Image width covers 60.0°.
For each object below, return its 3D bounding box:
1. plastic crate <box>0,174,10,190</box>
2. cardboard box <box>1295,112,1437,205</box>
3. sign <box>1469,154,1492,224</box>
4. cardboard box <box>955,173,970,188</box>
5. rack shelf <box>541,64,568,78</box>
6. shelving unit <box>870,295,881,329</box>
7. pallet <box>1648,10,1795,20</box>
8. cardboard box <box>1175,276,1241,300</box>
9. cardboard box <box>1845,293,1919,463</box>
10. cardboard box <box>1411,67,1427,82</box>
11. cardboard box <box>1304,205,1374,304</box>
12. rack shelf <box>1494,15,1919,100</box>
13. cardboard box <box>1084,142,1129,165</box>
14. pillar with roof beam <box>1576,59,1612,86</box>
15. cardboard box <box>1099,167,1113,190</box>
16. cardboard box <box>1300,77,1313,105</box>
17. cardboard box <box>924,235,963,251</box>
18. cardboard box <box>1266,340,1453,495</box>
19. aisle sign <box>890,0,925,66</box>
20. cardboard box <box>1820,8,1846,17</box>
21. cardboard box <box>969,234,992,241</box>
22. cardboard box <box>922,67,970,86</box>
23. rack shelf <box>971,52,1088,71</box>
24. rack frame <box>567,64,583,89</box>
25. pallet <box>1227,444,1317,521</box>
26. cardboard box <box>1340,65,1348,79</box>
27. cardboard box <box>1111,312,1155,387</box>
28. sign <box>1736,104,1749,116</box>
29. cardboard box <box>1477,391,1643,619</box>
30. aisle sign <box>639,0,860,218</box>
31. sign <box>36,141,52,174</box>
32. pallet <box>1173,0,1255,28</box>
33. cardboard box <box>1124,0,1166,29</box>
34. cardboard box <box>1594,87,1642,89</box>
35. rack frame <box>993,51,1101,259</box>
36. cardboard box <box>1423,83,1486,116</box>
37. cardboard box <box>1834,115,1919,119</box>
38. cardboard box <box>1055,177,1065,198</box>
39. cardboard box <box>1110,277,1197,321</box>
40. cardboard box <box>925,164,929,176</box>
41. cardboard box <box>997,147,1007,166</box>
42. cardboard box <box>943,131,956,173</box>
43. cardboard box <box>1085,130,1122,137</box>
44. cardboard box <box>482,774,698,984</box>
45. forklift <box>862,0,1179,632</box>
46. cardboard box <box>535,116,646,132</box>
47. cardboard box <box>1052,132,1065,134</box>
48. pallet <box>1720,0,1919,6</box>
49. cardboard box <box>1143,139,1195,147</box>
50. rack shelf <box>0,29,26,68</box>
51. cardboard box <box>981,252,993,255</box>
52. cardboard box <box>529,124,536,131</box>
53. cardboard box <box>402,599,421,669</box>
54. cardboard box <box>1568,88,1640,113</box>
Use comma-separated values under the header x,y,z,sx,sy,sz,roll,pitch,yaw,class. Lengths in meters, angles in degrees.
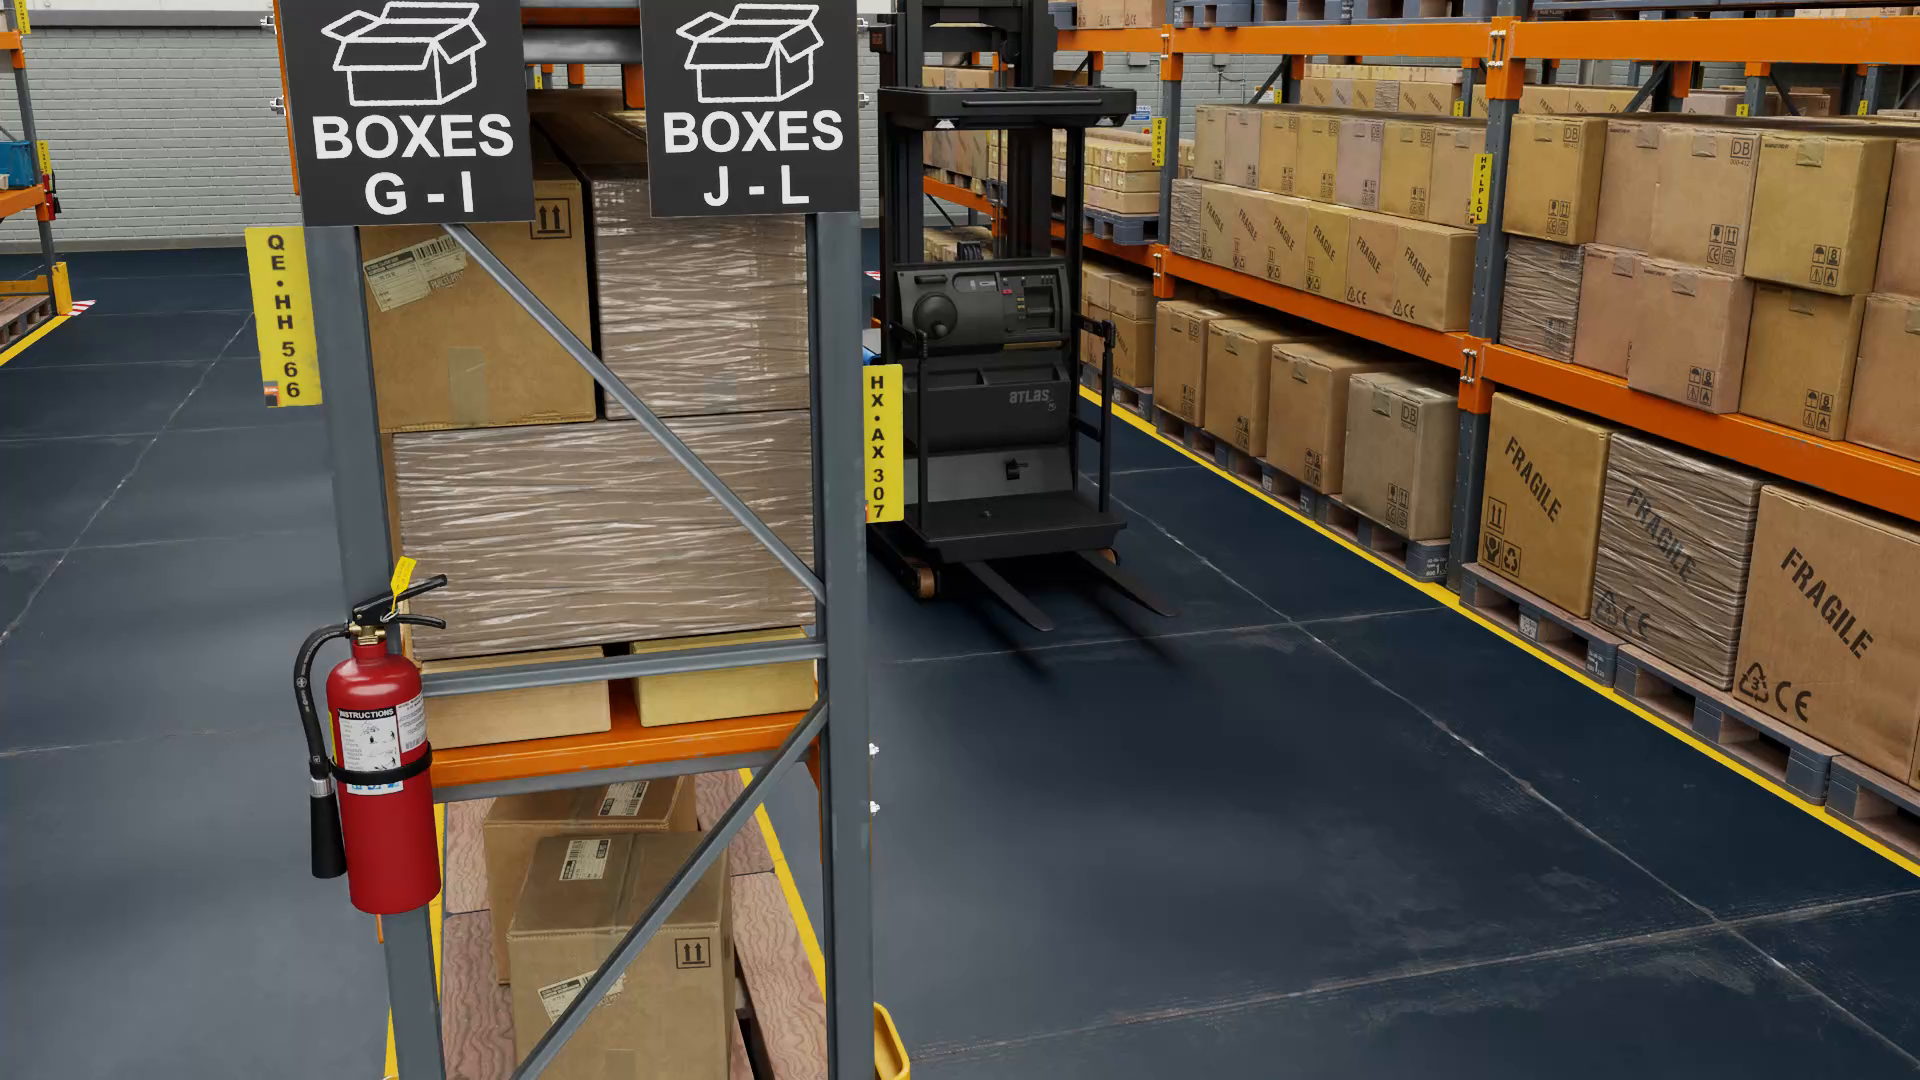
x,y,z,sx,sy,sz,roll,pitch,yaw,class
-9.448,-3.461,16.115,0.396,0.136,0.243,-5,17,-15,plastic crate
2.450,-2.292,9.957,0.700,0.500,0.500,-5,17,-16,cardboard box
2.492,-1.678,7.948,0.100,0.325,0.005,-5,17,-15,sign
0.167,-3.647,16.816,0.380,0.149,0.250,-5,18,-18,cardboard box
-3.435,-3.594,12.240,1.077,0.370,4.000,-5,17,-15,rack shelf
-0.364,-0.890,10.330,0.258,1.200,0.503,-5,18,-18,shelving unit
6.415,-4.252,13.509,1.213,0.211,1.003,-4,17,-13,pallet
1.955,-1.886,12.829,0.500,0.250,0.500,-6,18,-18,cardboard box
3.759,-0.586,5.930,0.875,0.550,0.550,-5,17,-15,cardboard box
5.039,-4.956,17.698,0.380,0.149,0.250,-5,17,-16,cardboard box
2.333,-1.657,9.582,0.500,0.500,0.500,-5,17,-15,cardboard box
3.561,-1.746,6.086,1.077,0.370,4.000,-5,17,-15,rack shelf
1.120,-2.994,12.877,0.380,0.149,0.250,-4,17,-14,cardboard box
5.203,-8.689,22.735,9.100,9.000,0.400,-5,17,-15,pillar with roof beam
1.263,-2.711,12.452,0.380,0.149,0.250,-4,17,-13,cardboard box
4.303,-5.317,20.026,0.500,0.500,0.500,-5,17,-16,cardboard box
-0.184,-3.266,18.303,0.380,0.149,0.250,-6,18,-18,cardboard box
2.492,-0.762,9.956,1.050,0.750,0.750,-5,17,-15,cardboard box
-0.595,-5.768,18.920,0.394,0.787,0.004,-5,17,-15,aisle sign
6.637,-3.933,12.352,0.396,0.266,0.258,-5,17,-15,cardboard box
0.320,-3.308,18.442,0.380,0.149,0.250,-5,18,-17,cardboard box
-0.152,-4.765,17.673,0.500,0.500,0.500,-5,17,-16,cardboard box
0.263,-5.065,17.136,1.077,0.370,4.000,-5,17,-15,rack shelf
-2.885,-1.949,10.726,1.000,3.000,0.127,-5,17,-15,rack frame
2.388,-0.417,10.473,1.003,0.211,1.213,-5,17,-15,pallet
4.590,-5.375,19.092,0.380,0.149,0.250,-5,17,-15,cardboard box
1.479,-1.478,12.775,0.500,0.500,0.500,-5,17,-16,cardboard box
6.111,-3.242,13.019,0.100,0.325,0.005,-5,17,-15,sign
3.116,-0.211,7.903,0.875,0.875,0.875,-4,17,-14,cardboard box
-0.381,-0.988,3.007,0.394,0.787,0.004,-5,17,-15,aisle sign
-9.321,-3.896,16.926,0.100,0.325,0.005,-5,17,-15,sign
2.140,-3.485,10.955,1.213,0.211,1.003,-4,17,-13,pallet
1.510,-3.935,11.952,0.500,0.500,0.500,-5,17,-15,cardboard box
6.178,-3.978,15.568,0.500,0.500,0.500,-4,17,-14,cardboard box
0.812,-3.420,15.622,1.000,3.000,0.127,-5,17,-15,rack frame
5.149,-4.474,17.222,0.500,0.500,0.500,-5,17,-16,cardboard box
7.036,-3.020,12.872,0.500,0.500,0.500,-5,17,-17,cardboard box
0.987,-2.849,13.430,0.380,0.149,0.250,-4,17,-14,cardboard box
1.472,-1.845,12.691,0.500,0.250,0.500,-5,17,-17,cardboard box
-0.178,-4.084,18.269,0.380,0.149,0.250,-4,17,-13,cardboard box
0.552,-3.426,14.833,0.380,0.149,0.250,-5,17,-16,cardboard box
0.131,-4.003,16.873,0.500,0.500,0.500,-5,17,-16,cardboard box
1.254,-3.544,14.708,0.380,0.149,0.250,-5,18,-17,cardboard box
-1.039,0.923,4.780,0.500,0.500,0.500,0,17,-1,cardboard box
0.198,-1.233,8.463,1.130,2.935,3.031,-5,18,-18,forklift
-1.259,-1.271,6.040,0.500,0.500,0.500,-5,17,-15,cardboard box
0.695,-3.423,14.306,0.380,0.149,0.250,-5,17,-16,cardboard box
3.557,-2.037,5.959,1.003,0.211,1.213,-5,17,-15,pallet
1.683,-3.112,13.272,0.380,0.149,0.250,-4,17,-13,cardboard box
-9.296,-4.309,14.620,1.077,0.370,4.000,-5,17,-15,rack shelf
0.284,-2.832,16.857,0.380,0.149,0.250,-4,17,-13,cardboard box
-1.631,-1.091,5.440,0.500,0.500,0.500,-5,17,-15,cardboard box
-1.150,0.187,4.051,0.380,0.149,0.250,-5,17,-15,cardboard box
5.839,-3.801,14.981,0.500,0.500,0.500,-5,17,-16,cardboard box
